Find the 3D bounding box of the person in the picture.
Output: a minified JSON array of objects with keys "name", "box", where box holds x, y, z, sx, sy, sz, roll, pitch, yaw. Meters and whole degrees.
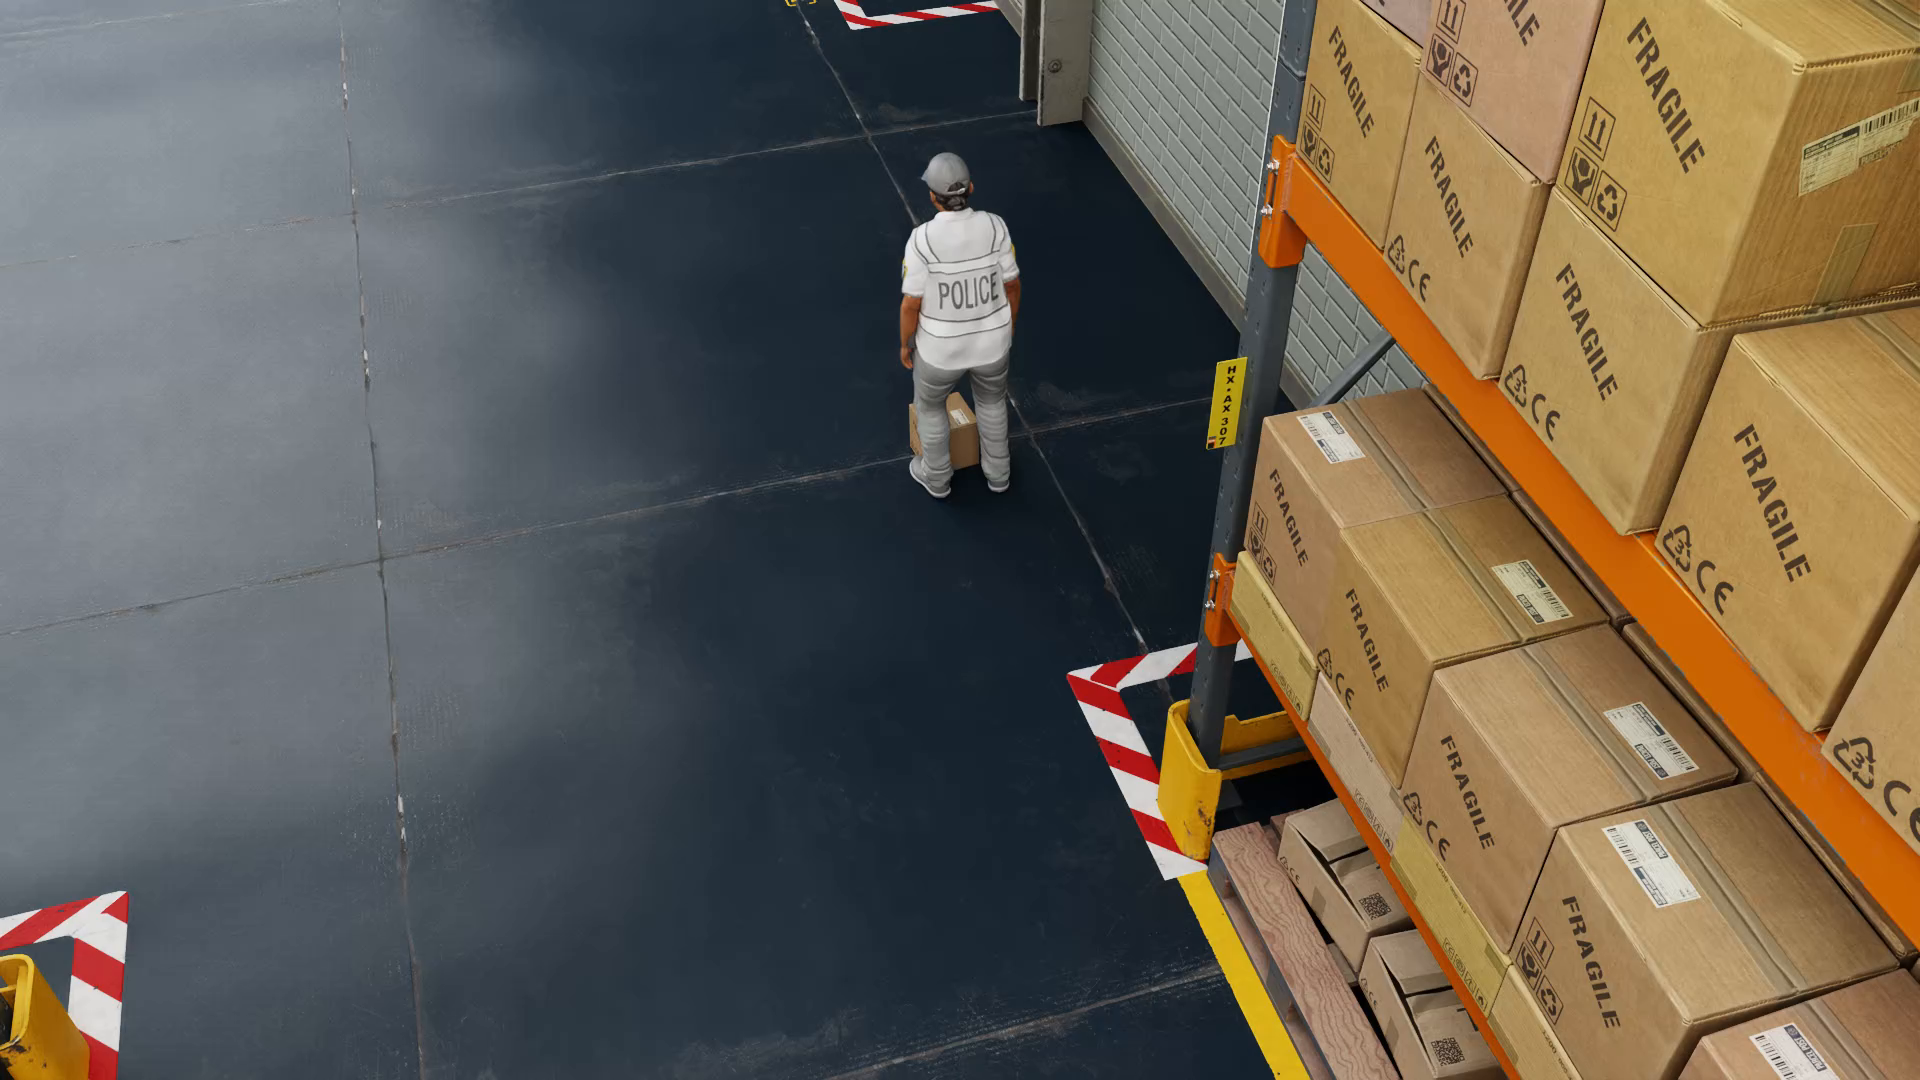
[{"name":"person","box":[-0.004,-0.871,7.107,0.537,1.665,0.470,-12,44,-13]}]
